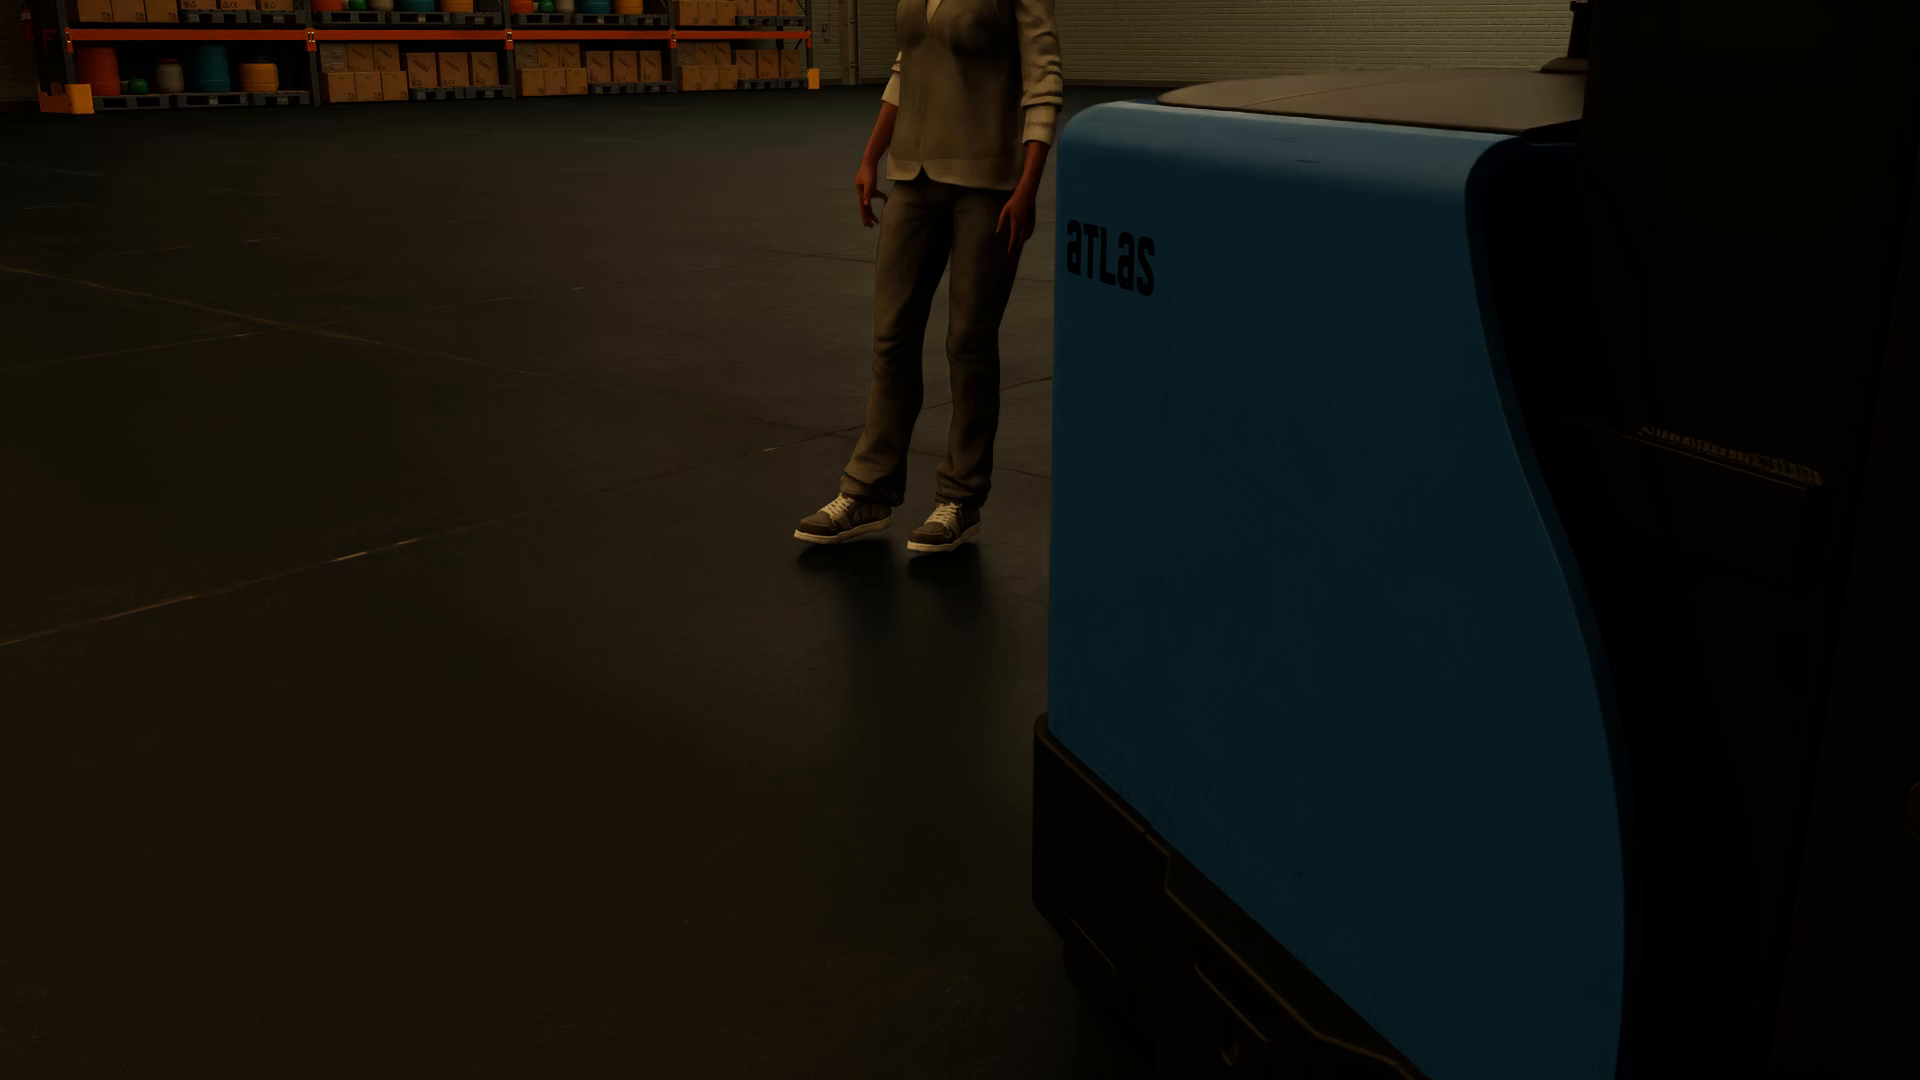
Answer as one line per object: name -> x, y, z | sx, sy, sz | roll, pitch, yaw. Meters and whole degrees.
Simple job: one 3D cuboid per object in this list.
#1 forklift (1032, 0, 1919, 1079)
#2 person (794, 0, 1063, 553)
forklift -> 1.105, -0.533, 0.653 | 1.130, 2.935, 3.031 | -7, 18, -21
person -> -0.058, -0.758, 3.662 | 0.519, 1.598, 0.474 | 13, 21, 37
